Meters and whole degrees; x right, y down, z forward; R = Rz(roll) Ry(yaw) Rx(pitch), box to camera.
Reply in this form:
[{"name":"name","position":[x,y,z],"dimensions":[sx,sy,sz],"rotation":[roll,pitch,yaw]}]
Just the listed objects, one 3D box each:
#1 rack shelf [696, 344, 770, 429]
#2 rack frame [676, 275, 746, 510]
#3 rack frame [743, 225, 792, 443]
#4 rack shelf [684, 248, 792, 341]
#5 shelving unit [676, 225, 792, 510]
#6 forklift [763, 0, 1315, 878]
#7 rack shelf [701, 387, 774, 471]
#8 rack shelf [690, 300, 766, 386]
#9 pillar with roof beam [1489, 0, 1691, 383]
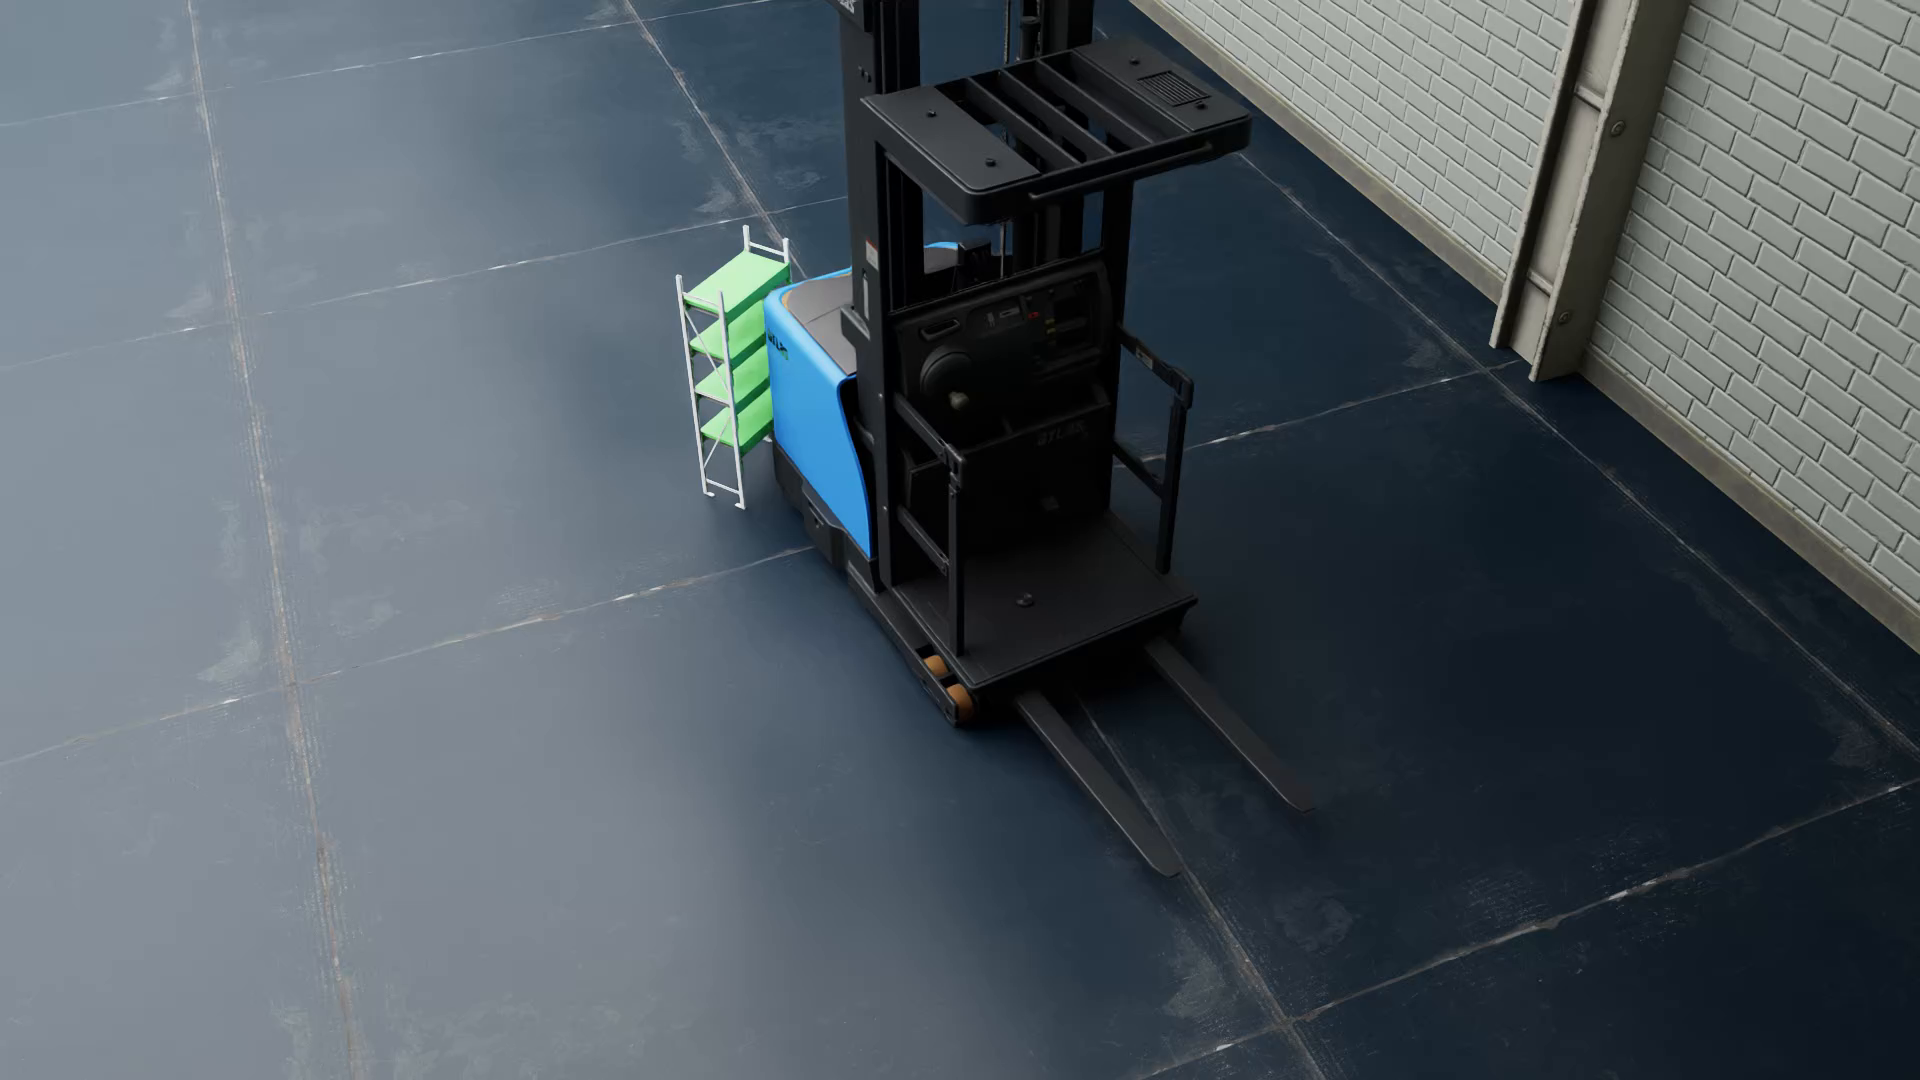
[{"name":"rack shelf","position":[-0.991,-0.731,7.697],"dimensions":[0.258,0.148,0.480],"rotation":[21,45,23]},{"name":"rack frame","position":[-1.115,-0.643,7.496],"dimensions":[0.240,1.200,0.015],"rotation":[21,45,23]},{"name":"rack frame","position":[-0.867,-0.917,7.814],"dimensions":[0.240,1.200,0.015],"rotation":[21,45,23]},{"name":"rack shelf","position":[-0.991,-1.095,7.384],"dimensions":[0.258,0.148,0.480],"rotation":[21,45,23]},{"name":"shelving unit","position":[-0.991,-0.780,7.655],"dimensions":[0.258,1.200,0.503],"rotation":[21,45,23]},{"name":"forklift","position":[0.285,-0.703,6.238],"dimensions":[1.130,2.935,3.031],"rotation":[-20,45,-22]},{"name":"rack shelf","position":[-0.991,-0.549,7.853],"dimensions":[0.258,0.148,0.480],"rotation":[21,45,23]},{"name":"rack shelf","position":[-0.991,-0.913,7.540],"dimensions":[0.258,0.148,0.480],"rotation":[21,45,23]},{"name":"pillar with roof beam","position":[-0.935,-3.309,4.615],"dimensions":[9.100,9.000,0.400],"rotation":[-15,43,-17]}]
